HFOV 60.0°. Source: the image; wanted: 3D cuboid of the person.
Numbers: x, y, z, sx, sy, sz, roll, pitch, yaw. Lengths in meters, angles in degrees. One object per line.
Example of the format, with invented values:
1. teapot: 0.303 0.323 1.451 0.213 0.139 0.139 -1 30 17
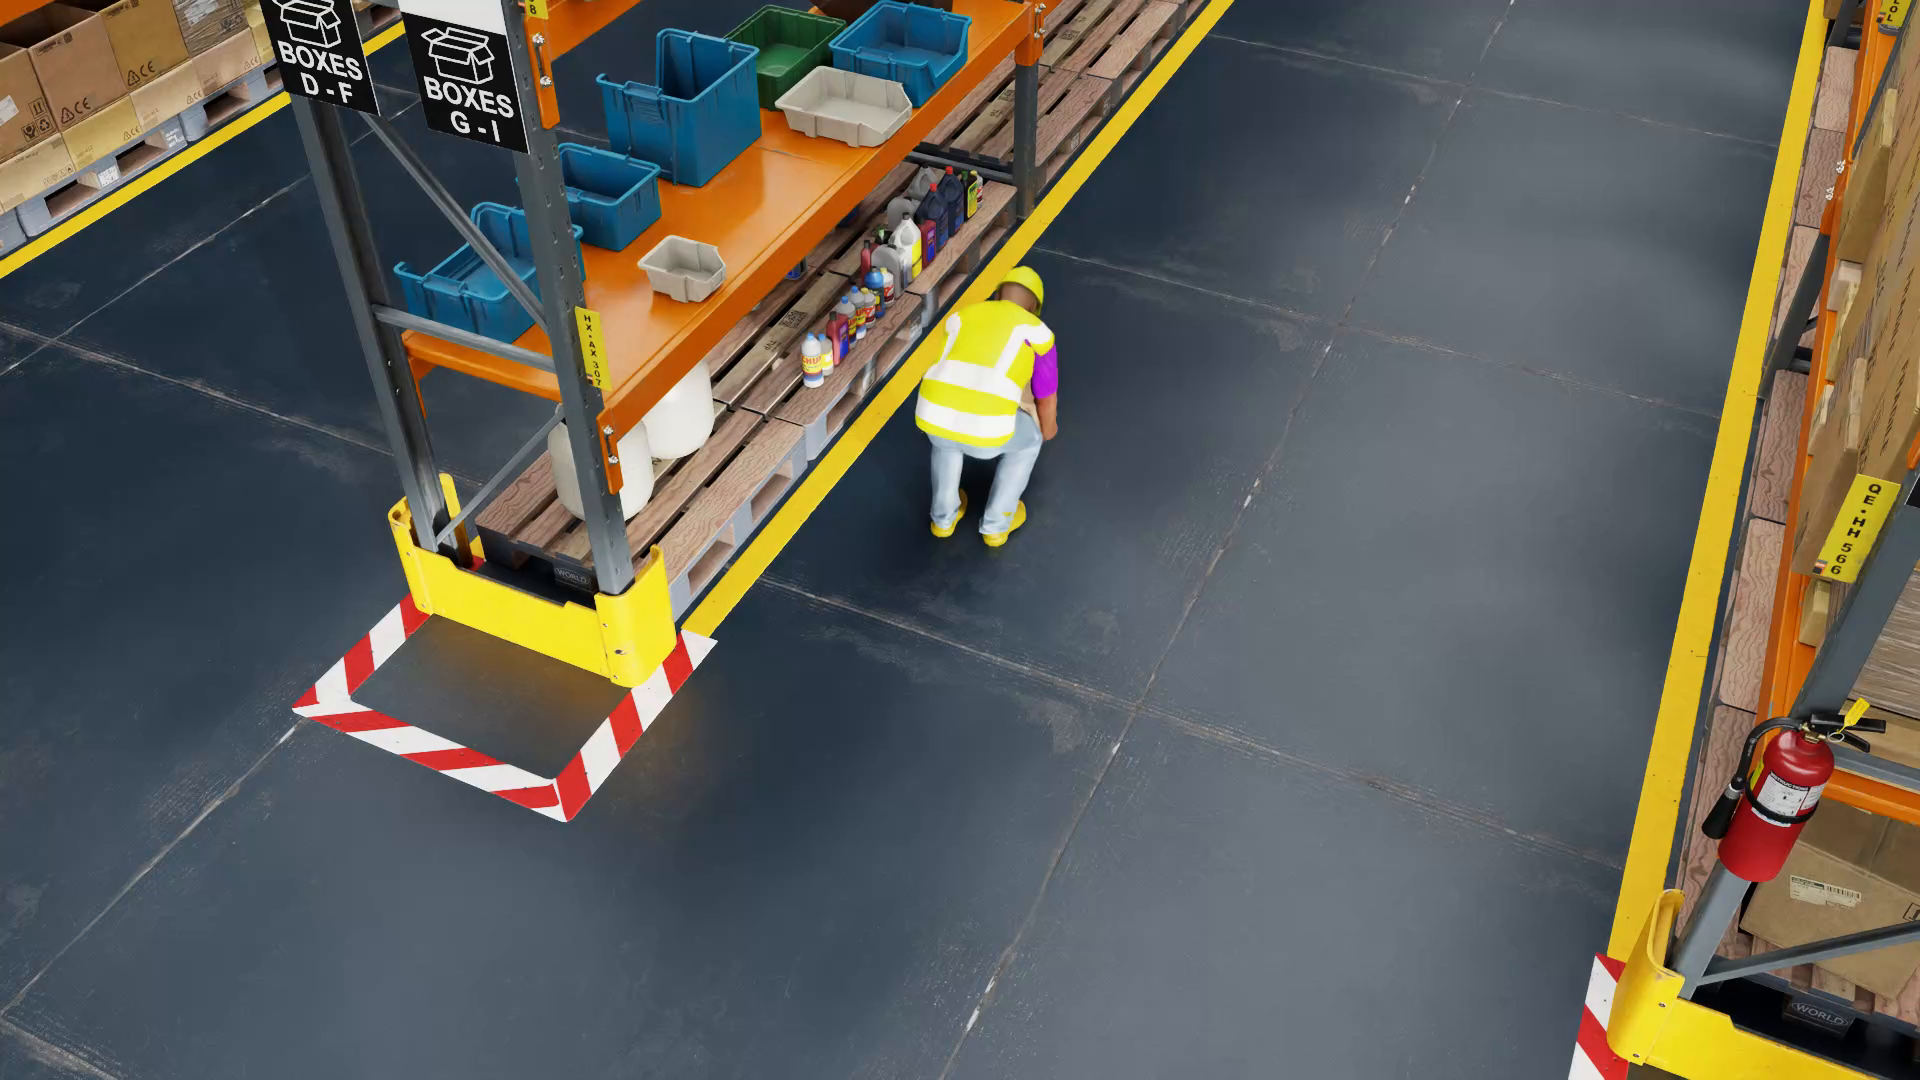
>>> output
1. person: 0.130 -0.559 7.312 0.513 1.041 0.966 15 44 16
